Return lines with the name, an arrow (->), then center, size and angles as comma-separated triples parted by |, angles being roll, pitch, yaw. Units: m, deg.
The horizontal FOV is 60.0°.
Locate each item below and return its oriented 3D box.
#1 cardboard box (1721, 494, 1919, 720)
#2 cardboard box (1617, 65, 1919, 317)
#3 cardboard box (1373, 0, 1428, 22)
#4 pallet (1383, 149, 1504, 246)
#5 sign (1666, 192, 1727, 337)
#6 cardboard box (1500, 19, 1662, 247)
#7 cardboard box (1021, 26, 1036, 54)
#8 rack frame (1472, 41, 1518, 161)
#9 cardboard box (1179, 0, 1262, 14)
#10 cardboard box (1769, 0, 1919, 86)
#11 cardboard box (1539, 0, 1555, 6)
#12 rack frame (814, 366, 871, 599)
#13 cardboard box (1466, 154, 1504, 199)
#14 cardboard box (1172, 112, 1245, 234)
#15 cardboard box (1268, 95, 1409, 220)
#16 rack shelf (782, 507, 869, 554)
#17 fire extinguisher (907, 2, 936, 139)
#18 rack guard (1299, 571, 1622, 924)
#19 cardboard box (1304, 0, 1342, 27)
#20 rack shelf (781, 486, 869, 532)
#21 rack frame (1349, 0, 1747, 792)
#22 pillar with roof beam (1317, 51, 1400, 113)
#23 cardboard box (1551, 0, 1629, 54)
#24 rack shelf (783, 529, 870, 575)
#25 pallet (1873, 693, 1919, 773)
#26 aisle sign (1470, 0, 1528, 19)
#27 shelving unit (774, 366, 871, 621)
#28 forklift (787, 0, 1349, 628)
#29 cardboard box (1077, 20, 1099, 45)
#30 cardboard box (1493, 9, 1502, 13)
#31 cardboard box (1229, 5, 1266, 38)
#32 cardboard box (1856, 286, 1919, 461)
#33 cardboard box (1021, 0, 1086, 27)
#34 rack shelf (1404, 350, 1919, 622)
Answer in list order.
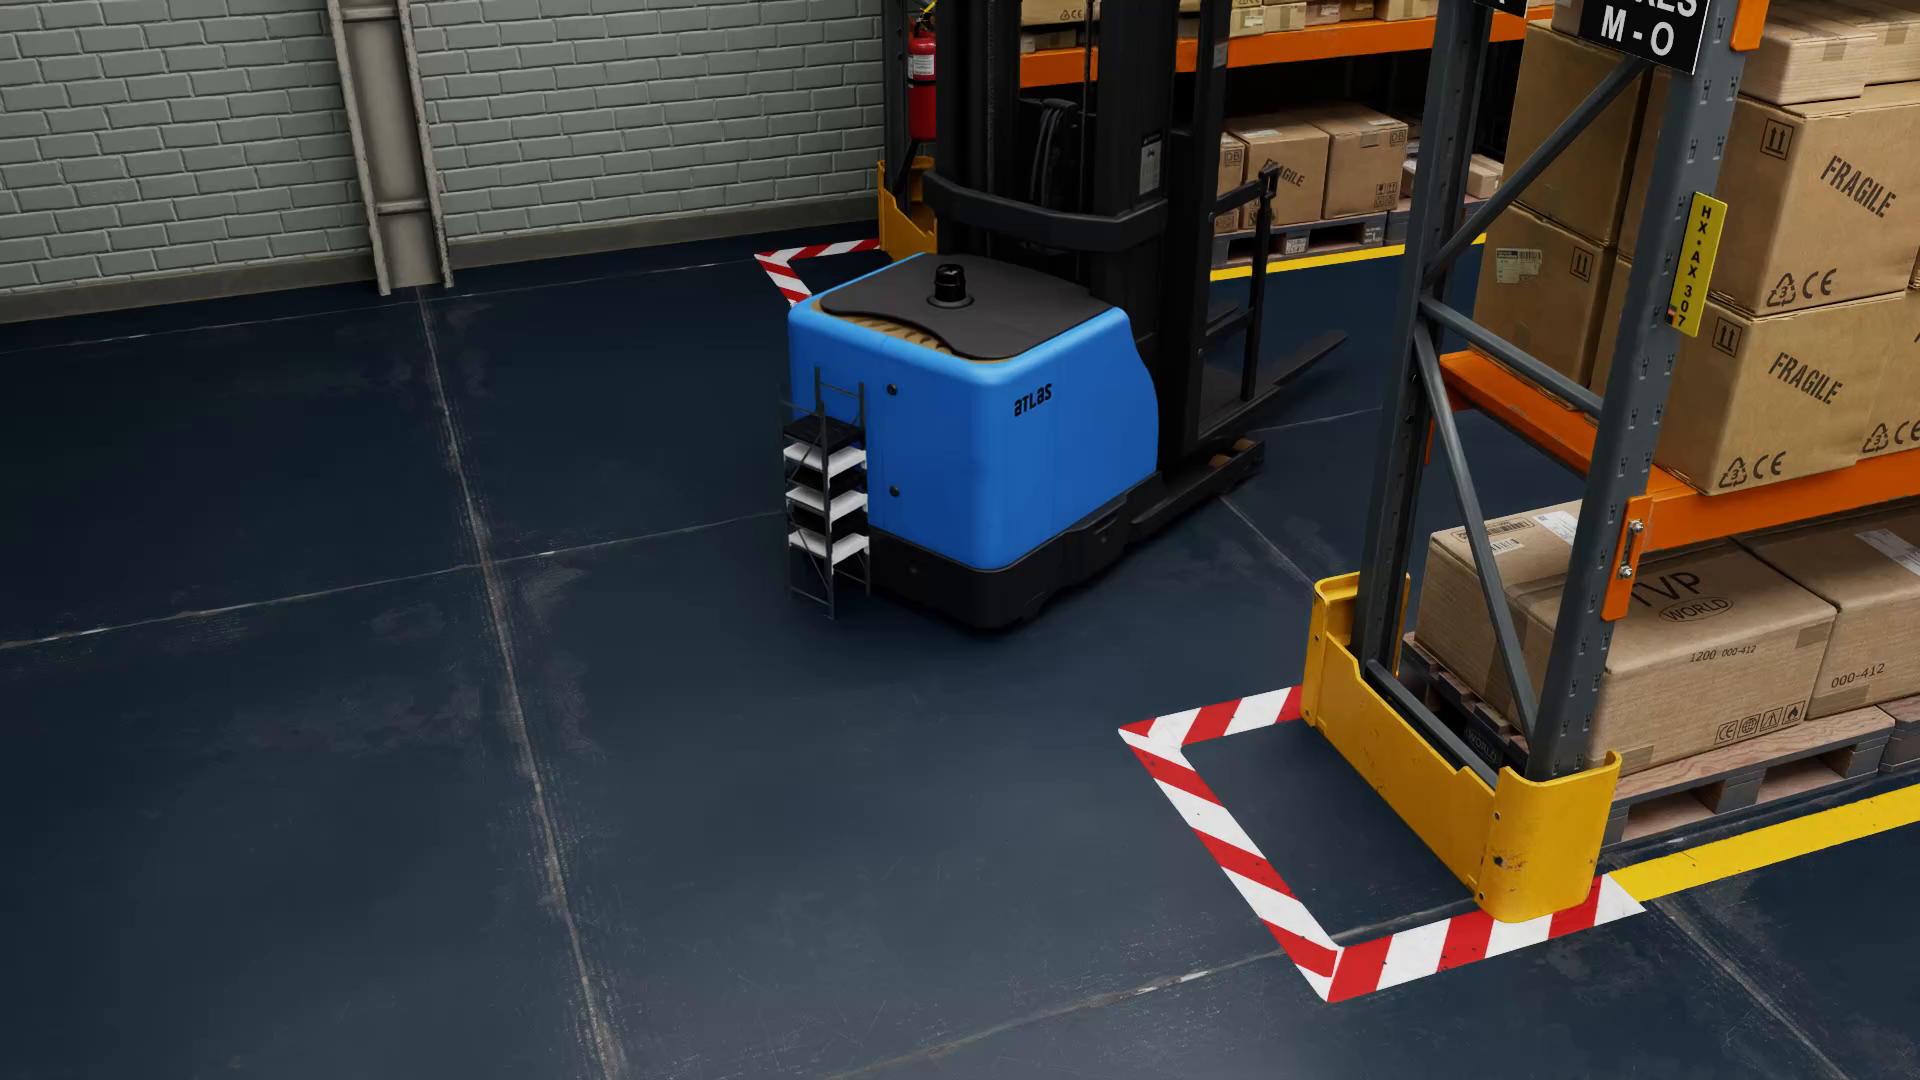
cardboard box -> 2.973, 0.118, 5.677 | 0.875, 0.438, 0.875 | -10, 31, -16
cardboard box -> 2.084, -0.919, 4.222 | 0.500, 0.500, 0.500 | -11, 32, -19
cardboard box -> 2.382, -3.001, 9.241 | 0.250, 0.149, 0.380 | -11, 31, -18
pallet -> 2.905, -2.154, 10.317 | 1.213, 0.211, 1.003 | -10, 31, -18
sign -> 1.722, -0.643, 3.893 | 0.005, 0.325, 0.100 | -10, 31, -18
cardboard box -> 1.903, -1.162, 4.649 | 0.500, 0.500, 0.500 | -9, 31, -16
cardboard box -> 0.204, -2.613, 8.560 | 0.250, 0.149, 0.380 | -11, 31, -18
rack frame -> 3.549, -3.483, 9.834 | 0.127, 3.000, 1.000 | -10, 31, -18
cardboard box -> 1.266, -2.986, 8.813 | 0.500, 0.250, 0.500 | -11, 31, -19
cardboard box -> 2.185, -1.261, 4.168 | 0.250, 0.149, 0.380 | -10, 31, -16
cardboard box -> 3.338, -3.202, 9.594 | 0.250, 0.149, 0.380 | -10, 31, -17
rack frame -> -0.436, -0.205, 6.201 | 0.240, 0.900, 0.006 | 22, 36, 33
cardboard box -> 3.129, -2.195, 10.028 | 0.250, 0.149, 0.380 | -11, 32, -19
cardboard box -> 1.221, -2.080, 9.472 | 0.500, 0.500, 0.700 | -9, 31, -16
cardboard box -> 2.194, -2.260, 9.787 | 0.500, 0.500, 0.700 | -12, 32, -19
rack shelf -> -0.500, -0.059, 6.193 | 0.258, 0.077, 0.200 | 22, 36, 33
fire extinguisher -> -0.177, -2.357, 8.312 | 0.183, 0.674, 0.296 | -10, 31, -18
rack guard -> 1.512, 0.600, 5.192 | 0.348, 0.500, 1.175 | -10, 31, -18
cardboard box -> 1.886, -2.944, 9.141 | 0.250, 0.149, 0.380 | -11, 31, -18
rack shelf -> -0.500, -0.137, 6.149 | 0.258, 0.077, 0.200 | 22, 36, 33
rack frame -> 1.534, -0.491, 4.581 | 0.127, 3.000, 1.000 | -10, 31, -18
pillar with roof beam -> 4.083, -4.391, 5.366 | 0.400, 9.000, 9.100 | -10, 31, -18
cardboard box -> 1.801, -1.405, 4.420 | 0.250, 0.149, 0.380 | -10, 31, -17
rack shelf -> -0.500, 0.019, 6.238 | 0.258, 0.077, 0.200 | 22, 36, 33
pallet -> 3.398, 0.338, 5.944 | 1.213, 0.211, 1.003 | -10, 31, -18
aisle sign -> 1.359, -1.752, 4.168 | 0.004, 0.787, 0.394 | -10, 31, -18
shelving unit -> -0.500, -0.166, 6.132 | 0.258, 0.900, 0.210 | 22, 36, 33
forklift -> 0.672, -1.612, 6.619 | 1.130, 2.935, 3.031 | 22, 36, 33
cardboard box -> 0.660, -2.740, 8.783 | 0.250, 0.149, 0.380 | -11, 31, -18
cardboard box -> 2.867, -3.091, 9.399 | 0.250, 0.149, 0.380 | -10, 31, -16
cardboard box -> 1.429, -2.812, 8.910 | 0.250, 0.149, 0.380 | -11, 32, -19
cardboard box -> 2.549, -0.584, 4.644 | 0.500, 0.500, 0.500 | -11, 31, -18
cardboard box -> 0.319, -2.810, 8.504 | 0.500, 0.250, 0.500 | -10, 31, -17
rack shelf -> 3.409, -0.523, 5.365 | 4.000, 0.370, 1.077 | -10, 31, -18
